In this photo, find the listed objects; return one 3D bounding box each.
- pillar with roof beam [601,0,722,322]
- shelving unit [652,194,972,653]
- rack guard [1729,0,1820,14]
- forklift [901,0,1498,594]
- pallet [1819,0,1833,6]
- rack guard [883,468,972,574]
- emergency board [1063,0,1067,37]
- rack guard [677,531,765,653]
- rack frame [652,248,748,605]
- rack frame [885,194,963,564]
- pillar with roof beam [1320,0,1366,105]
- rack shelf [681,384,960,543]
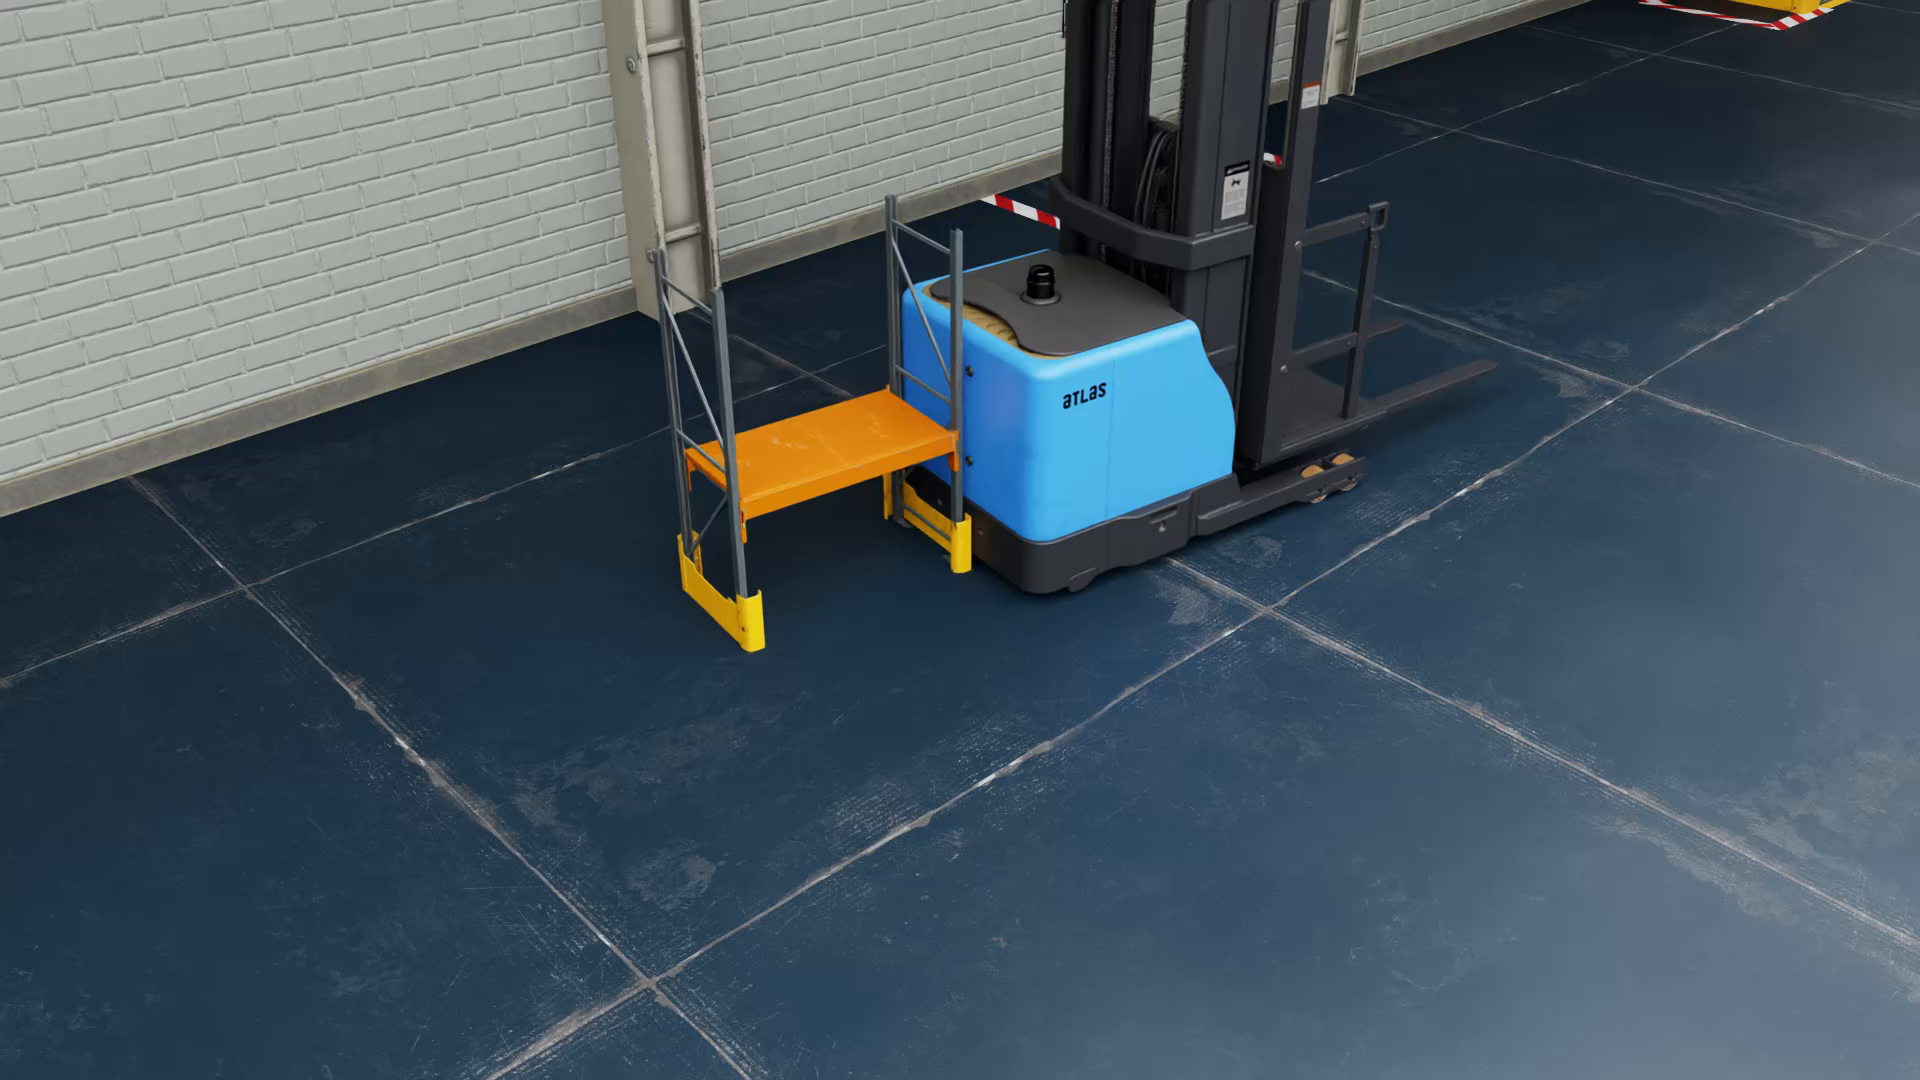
[{"bbox_3d":[1.340,-3.511,4.366,0.400,9.000,9.100,-26,40,-35],"label":"pillar with roof beam"},{"bbox_3d":[-0.554,-0.480,6.598,1.083,1.500,0.587,-20,37,-29],"label":"shelving unit"},{"bbox_3d":[7.343,-5.236,15.334,0.348,0.500,1.175,-26,40,-35],"label":"rack guard"},{"bbox_3d":[1.242,-1.624,7.096,3.031,2.935,1.130,-20,37,-29],"label":"forklift"},{"bbox_3d":[7.963,-5.388,15.858,1.213,0.211,1.003,-26,40,-35],"label":"pallet"},{"bbox_3d":[-0.145,-0.096,7.167,0.087,0.250,0.587,-20,37,-29],"label":"rack guard"},{"bbox_3d":[0.974,-3.865,10.695,0.643,1.169,0.194,-26,40,-35],"label":"emergency board"},{"bbox_3d":[-0.962,0.202,6.681,0.087,0.250,0.587,-20,37,-29],"label":"rack guard"},{"bbox_3d":[-0.978,-0.326,6.345,0.032,1.500,0.500,-20,37,-29],"label":"rack frame"},{"bbox_3d":[-0.144,-0.629,6.841,0.032,1.500,0.500,-20,37,-29],"label":"rack frame"},{"bbox_3d":[5.740,-5.639,7.846,0.400,9.000,9.100,-26,40,-35],"label":"pillar with roof beam"},{"bbox_3d":[-0.561,-0.324,6.687,1.000,0.185,0.538,-20,37,-29],"label":"rack shelf"}]
